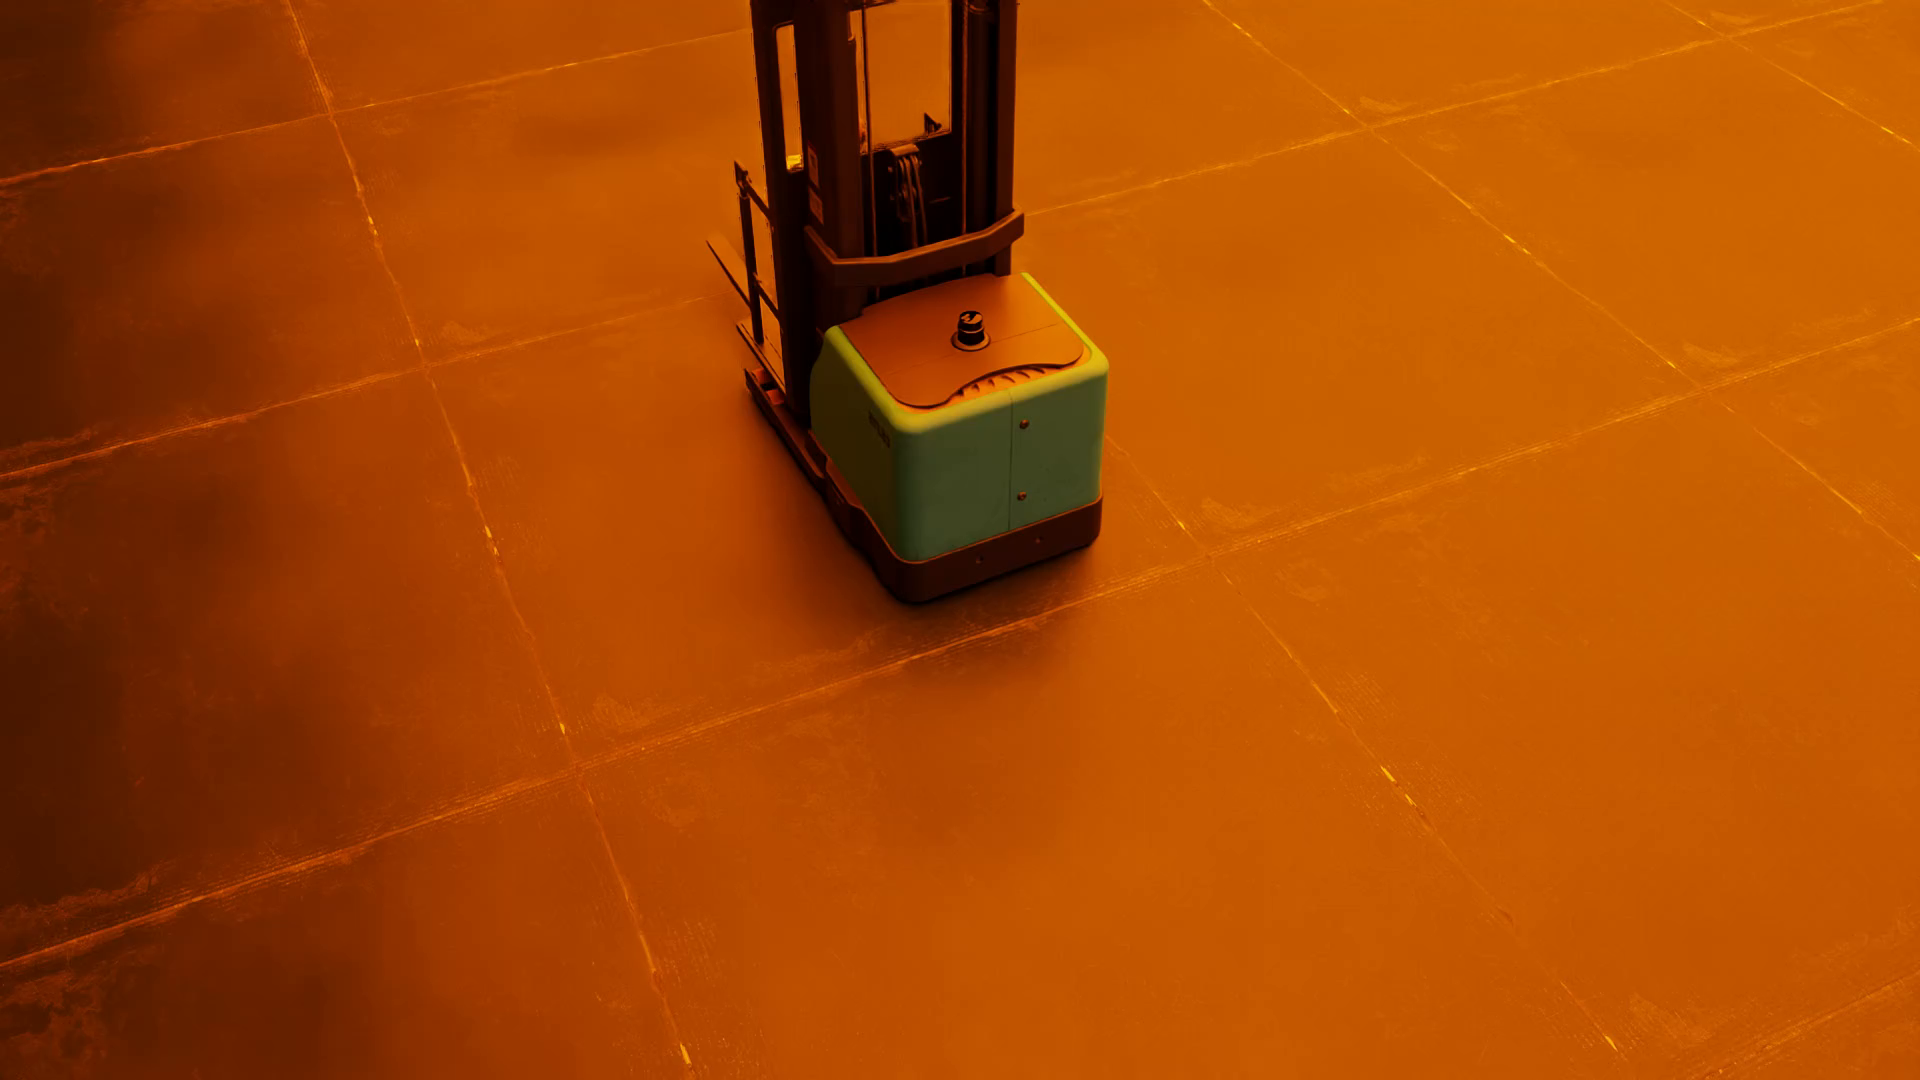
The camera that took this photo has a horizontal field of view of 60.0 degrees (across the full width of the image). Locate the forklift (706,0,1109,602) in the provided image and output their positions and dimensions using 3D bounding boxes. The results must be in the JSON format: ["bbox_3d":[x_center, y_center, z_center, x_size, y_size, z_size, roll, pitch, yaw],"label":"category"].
[{"bbox_3d":[-0.452,-1.801,7.610,1.130,2.935,3.031,-19,46,-19],"label":"forklift"}]

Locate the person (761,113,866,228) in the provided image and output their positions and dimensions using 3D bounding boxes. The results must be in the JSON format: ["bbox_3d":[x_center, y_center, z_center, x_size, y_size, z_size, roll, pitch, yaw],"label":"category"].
[{"bbox_3d":[-0.481,-1.502,8.079,0.811,1.534,0.735,8,44,9],"label":"person"}]
